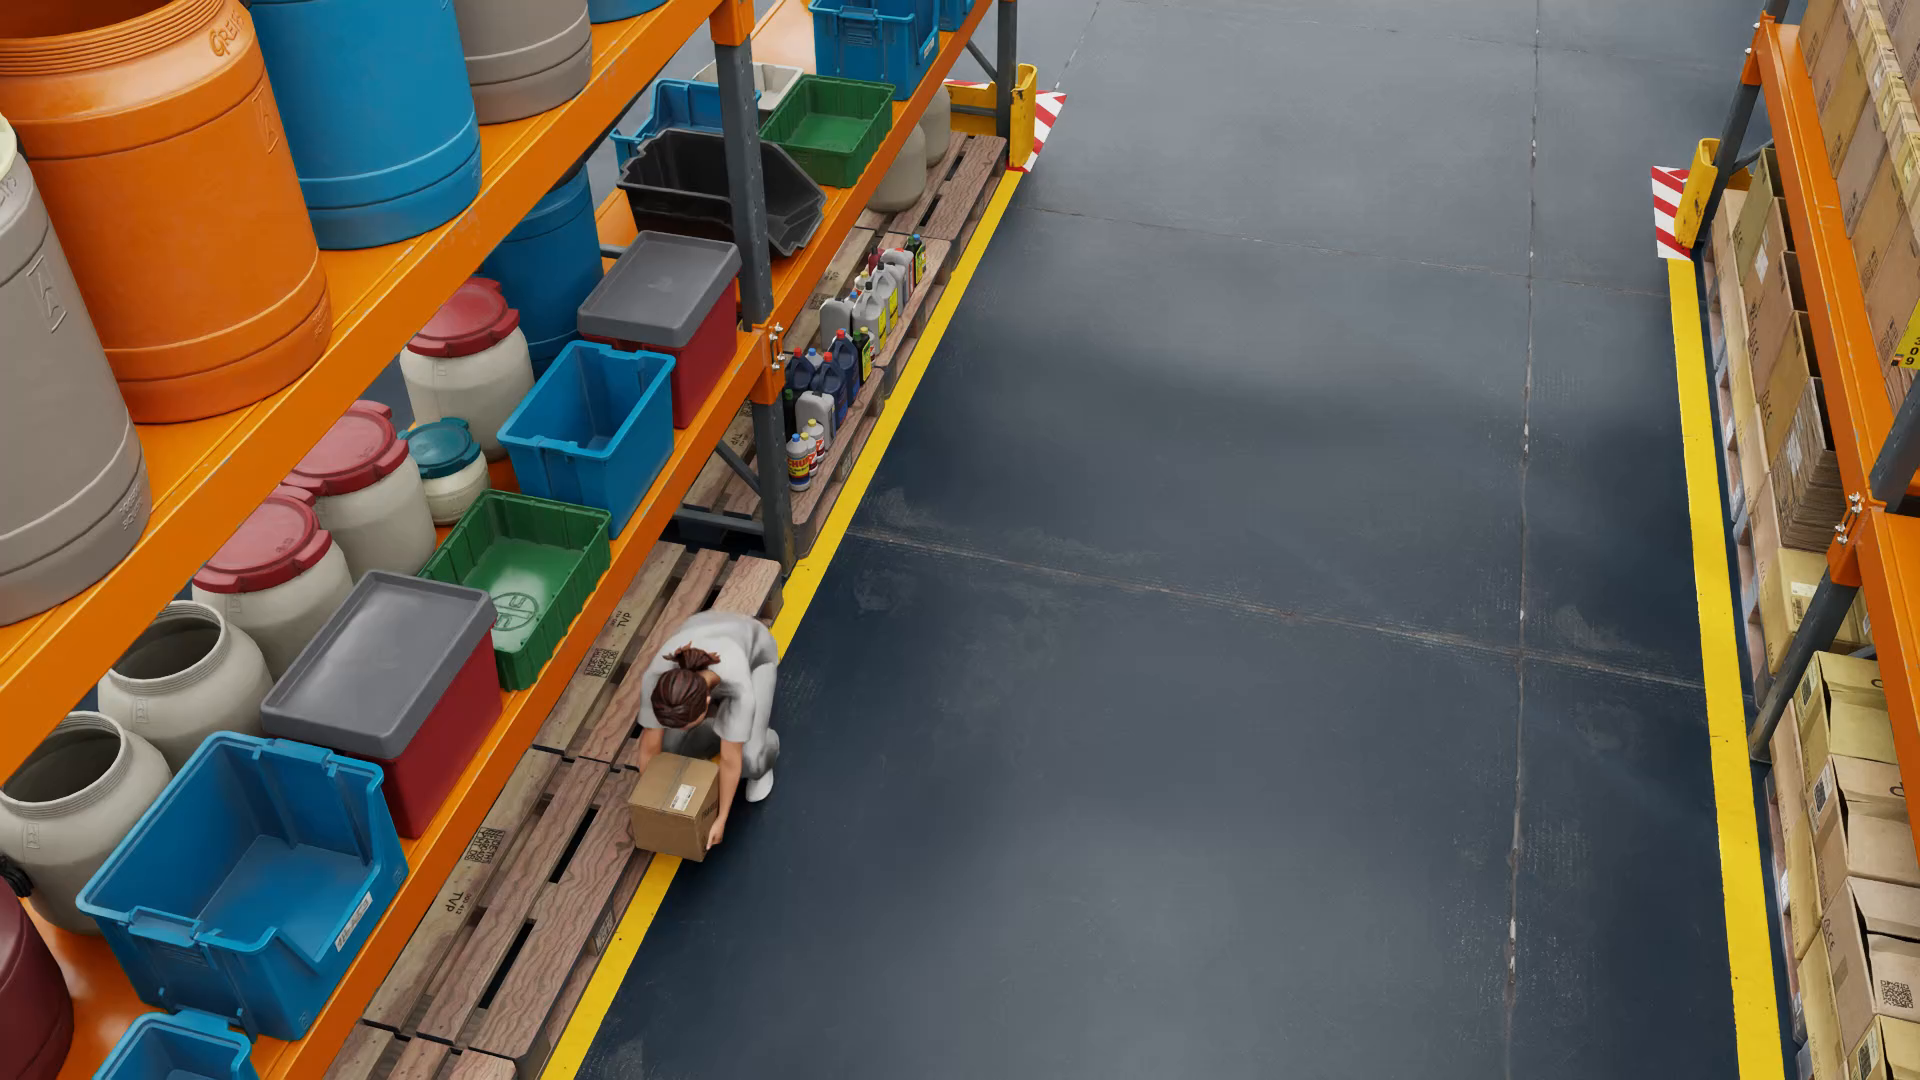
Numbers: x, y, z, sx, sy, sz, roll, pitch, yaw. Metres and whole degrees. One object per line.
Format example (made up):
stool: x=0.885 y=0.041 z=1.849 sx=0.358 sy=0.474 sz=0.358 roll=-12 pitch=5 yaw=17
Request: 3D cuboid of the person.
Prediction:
person: x=-0.909 y=0.624 z=6.008 sx=0.458 sy=0.942 sz=0.829 roll=9 pitch=42 yaw=10
